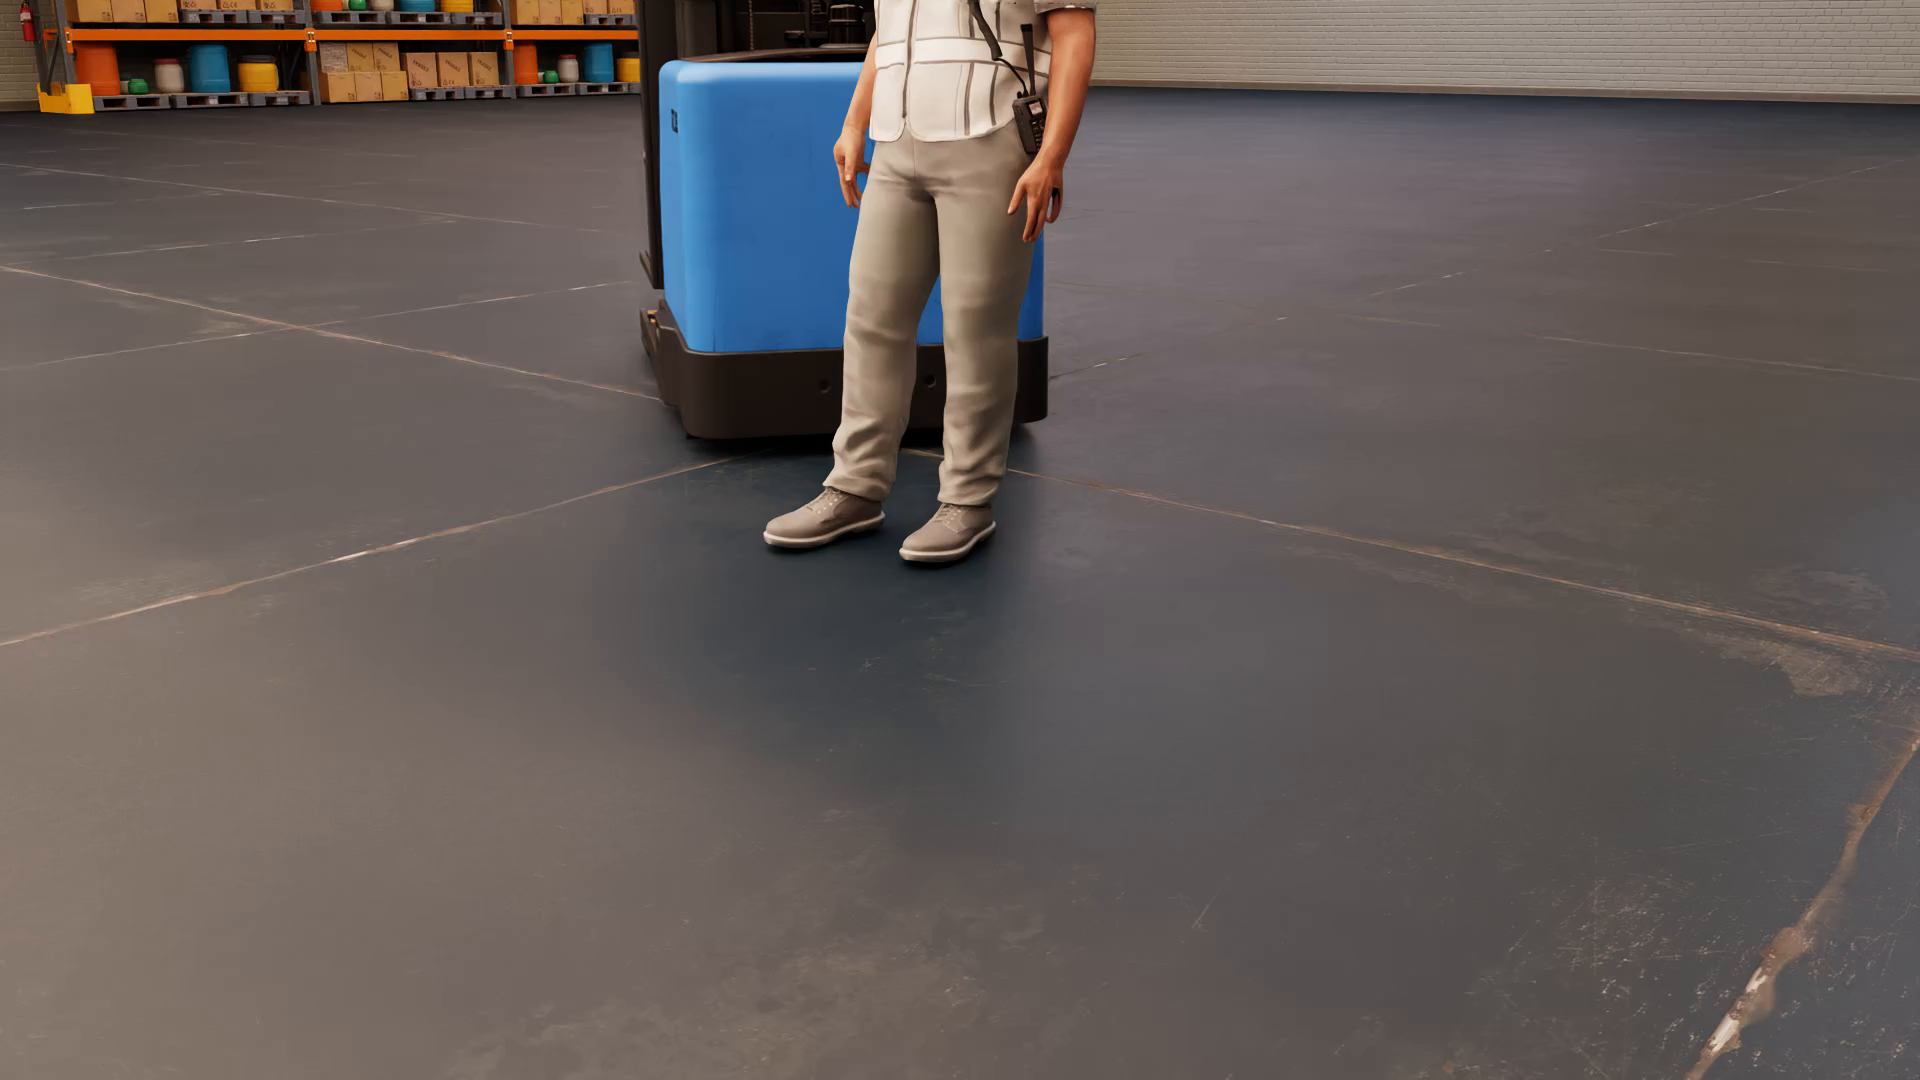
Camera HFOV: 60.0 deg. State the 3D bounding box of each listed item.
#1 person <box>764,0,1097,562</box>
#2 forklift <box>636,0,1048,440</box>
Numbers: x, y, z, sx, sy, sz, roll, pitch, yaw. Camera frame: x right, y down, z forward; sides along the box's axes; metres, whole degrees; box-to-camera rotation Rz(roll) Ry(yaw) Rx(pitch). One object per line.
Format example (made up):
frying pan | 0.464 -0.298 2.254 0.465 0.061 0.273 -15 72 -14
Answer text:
person | -0.058 -0.845 3.630 0.641 1.781 0.574 13 21 37
forklift | -0.587 -2.069 5.712 1.130 2.935 3.031 -4 17 -13
